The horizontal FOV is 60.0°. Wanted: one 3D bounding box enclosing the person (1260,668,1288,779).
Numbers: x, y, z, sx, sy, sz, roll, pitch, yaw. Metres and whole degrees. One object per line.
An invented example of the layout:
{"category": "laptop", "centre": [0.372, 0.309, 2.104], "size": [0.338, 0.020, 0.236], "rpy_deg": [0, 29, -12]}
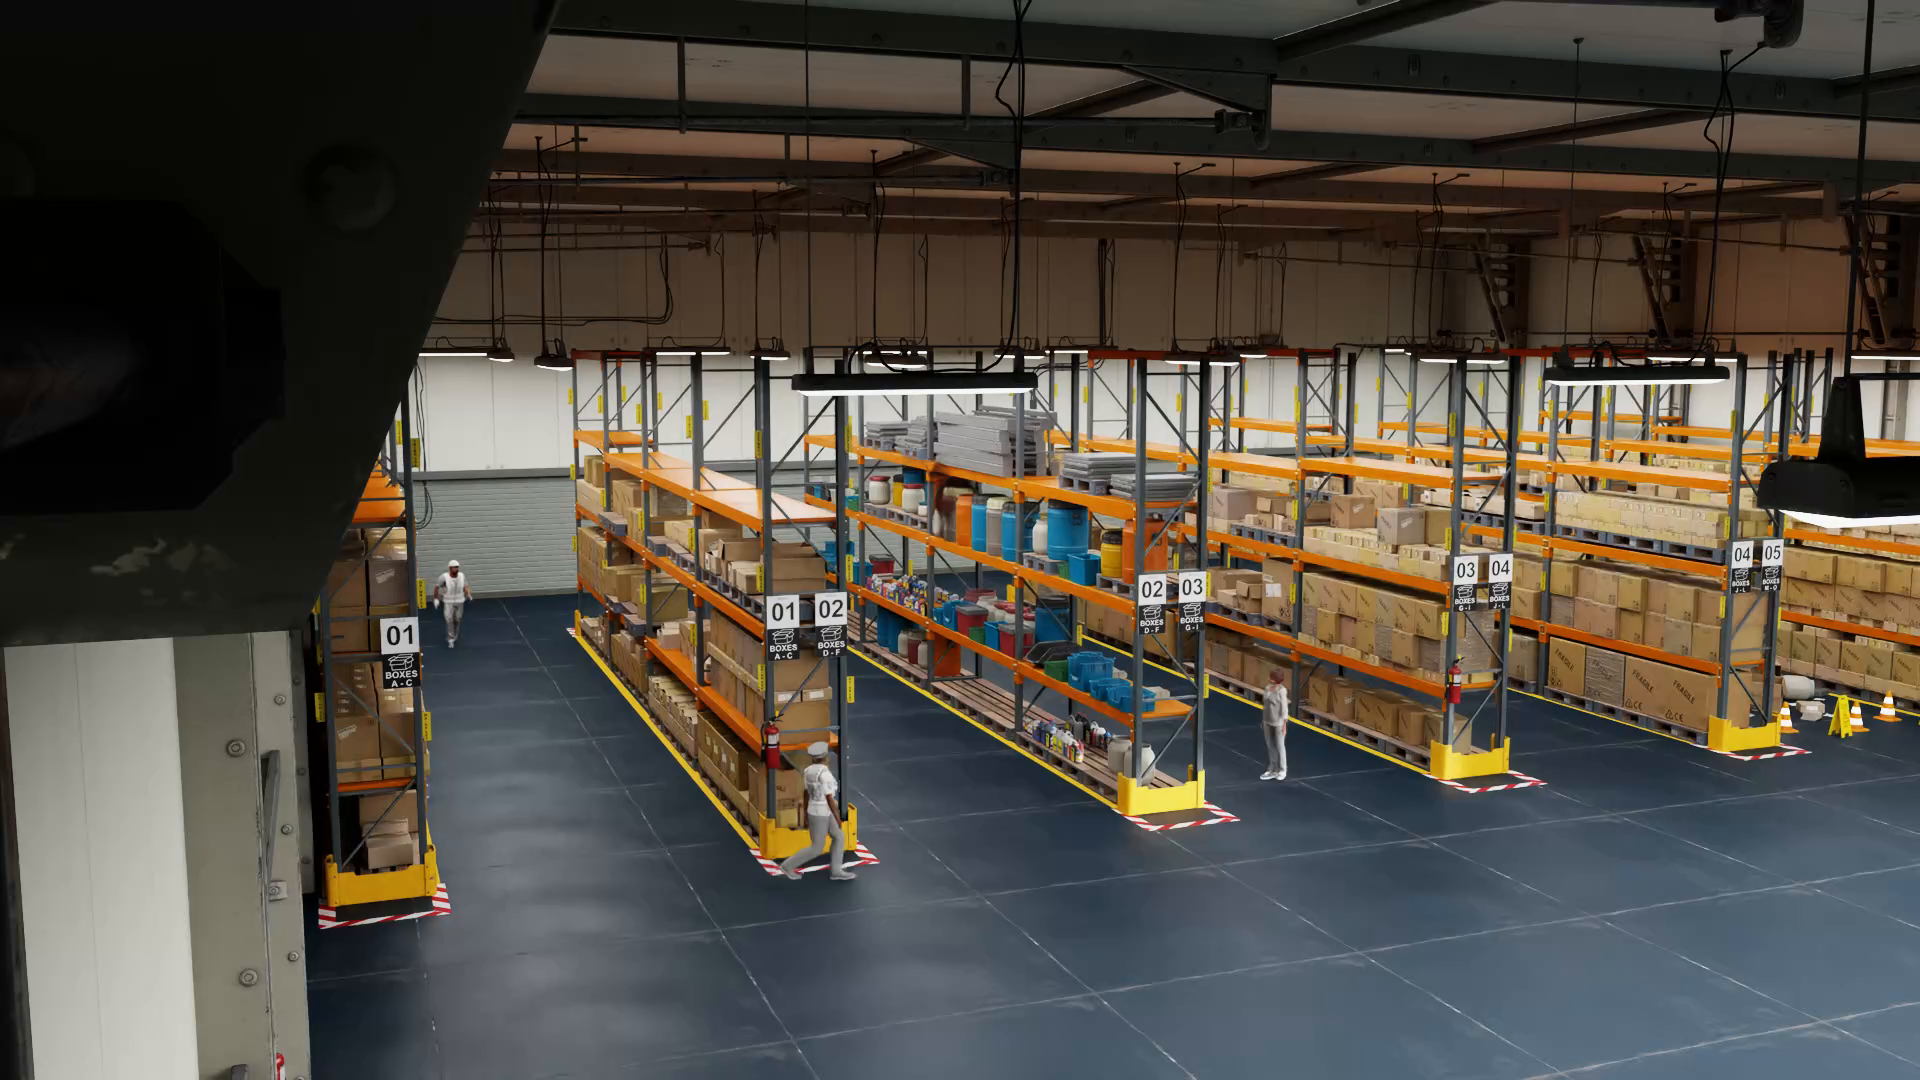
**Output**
{"category": "person", "centre": [4.489, 2.619, 23.601], "size": [0.382, 1.622, 0.520], "rpy_deg": [-5, 9, -36]}

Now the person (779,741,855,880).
{"category": "person", "centre": [-1.650, 3.135, 19.167], "size": [0.865, 1.636, 0.430], "rpy_deg": [0, 7, 0]}

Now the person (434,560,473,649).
{"category": "person", "centre": [-10.314, 1.300, 33.835], "size": [0.727, 1.808, 0.878], "rpy_deg": [-3, 8, -22]}
